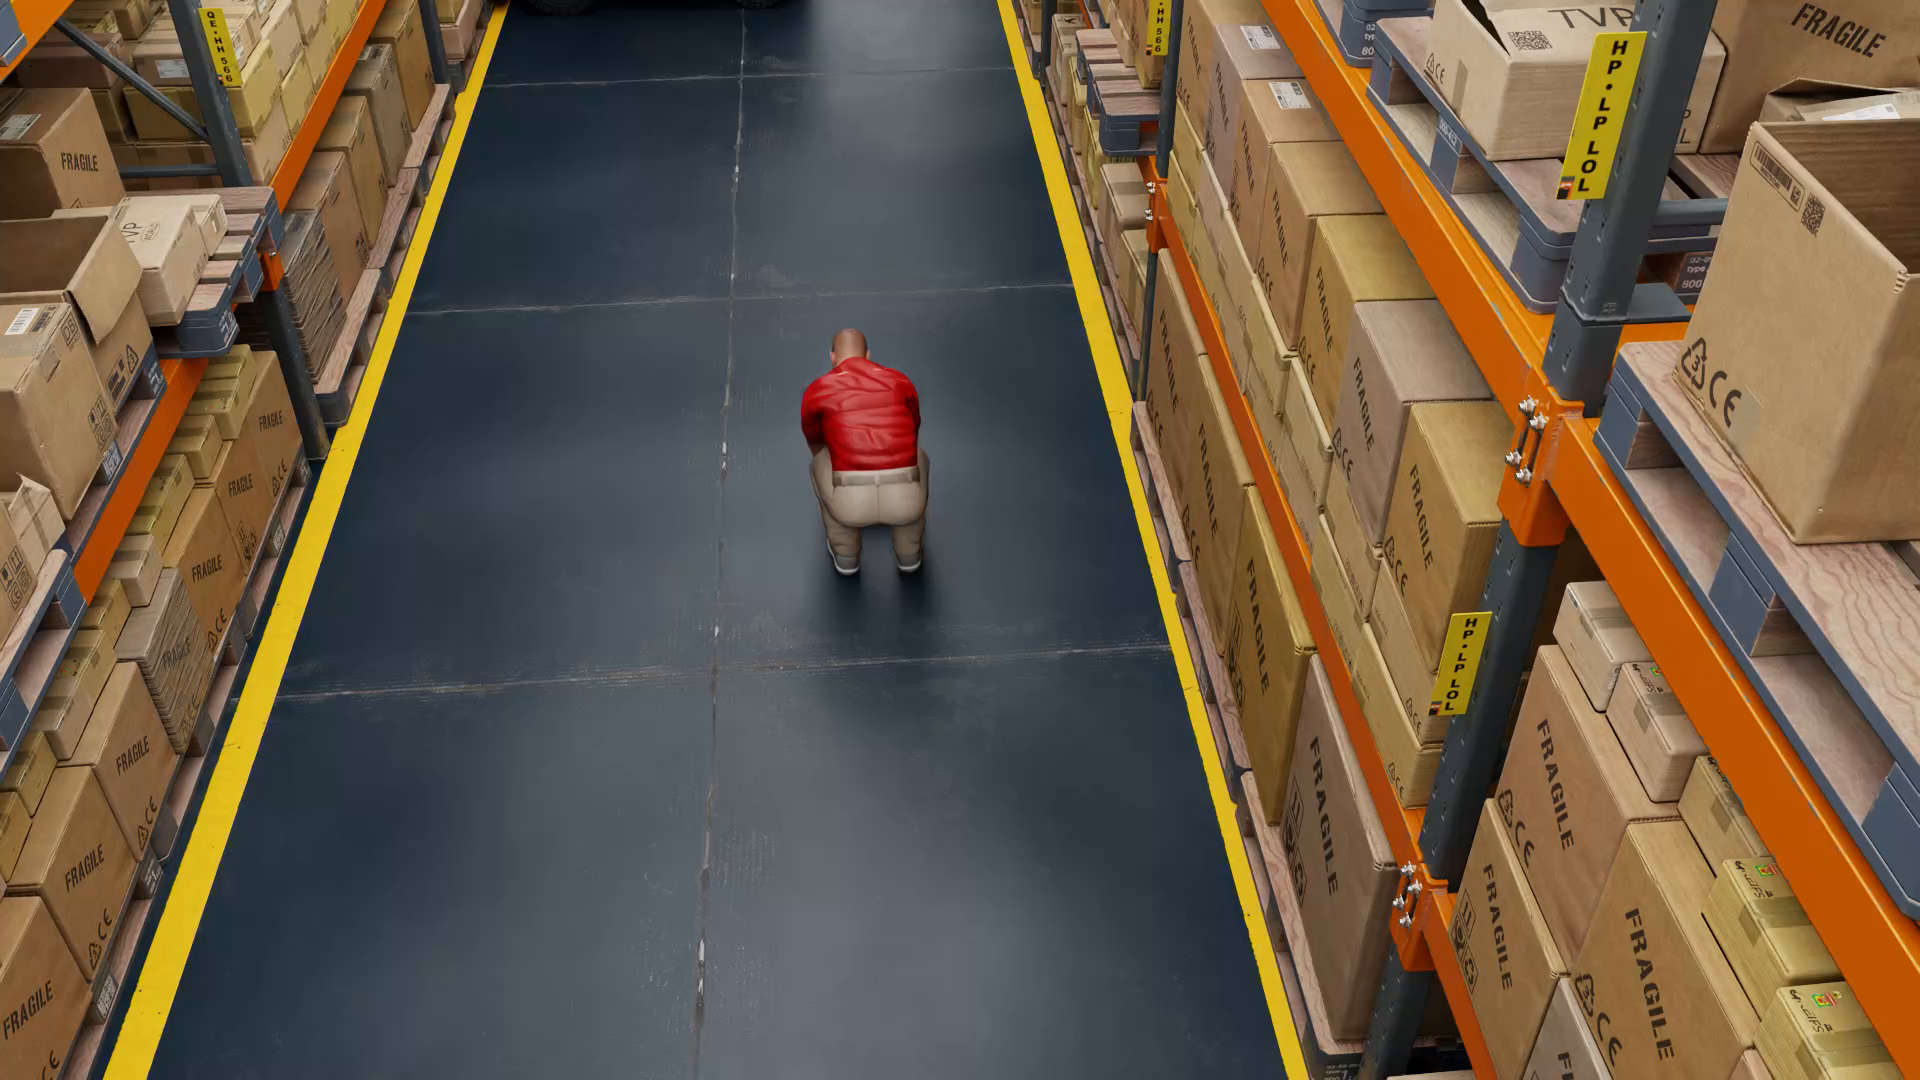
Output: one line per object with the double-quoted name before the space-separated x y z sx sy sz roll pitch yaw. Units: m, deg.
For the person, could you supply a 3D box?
"person" -0.407 -0.363 7.294 0.564 0.888 0.870 -3 39 -4
